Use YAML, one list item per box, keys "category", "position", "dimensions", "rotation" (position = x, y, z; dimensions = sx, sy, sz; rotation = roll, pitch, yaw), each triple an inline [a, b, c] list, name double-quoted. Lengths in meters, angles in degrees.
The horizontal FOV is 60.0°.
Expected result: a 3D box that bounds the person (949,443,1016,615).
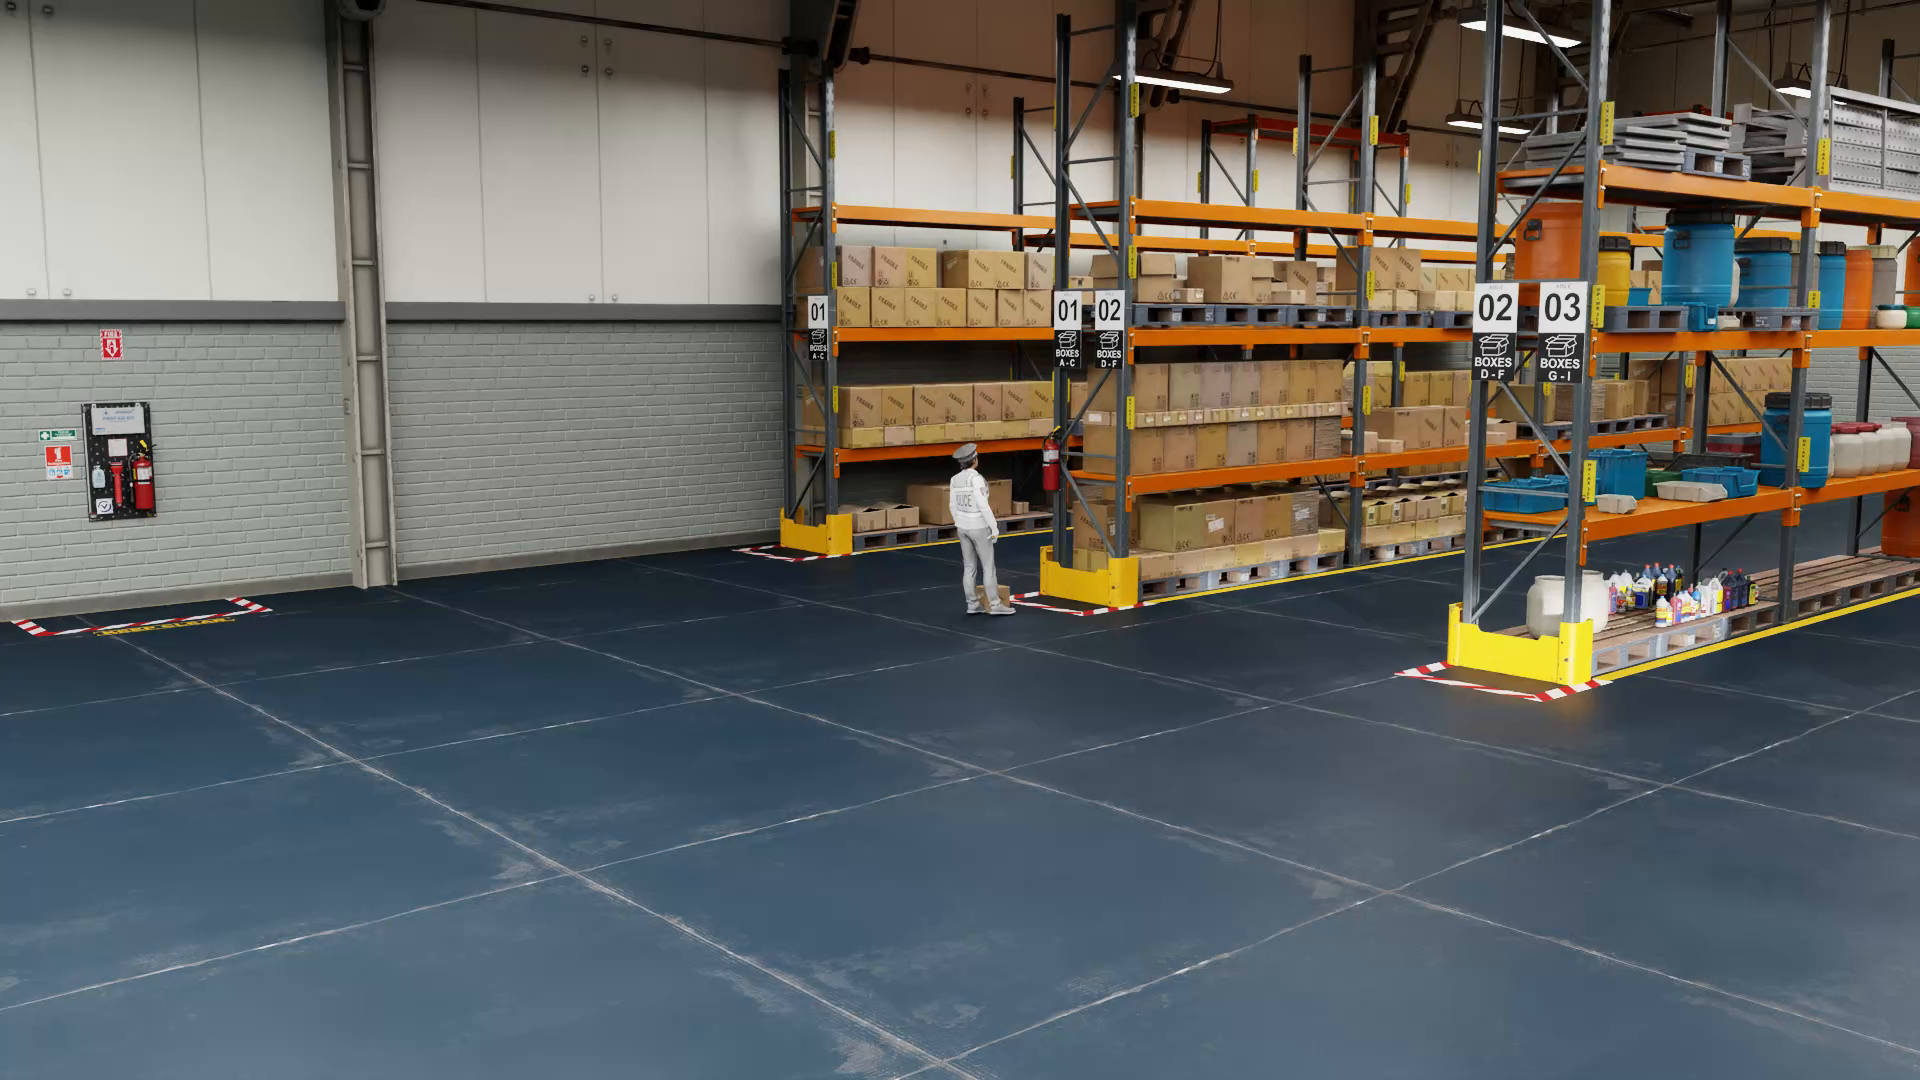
- category: "person"
  position: [0.188, -0.114, 16.453]
  dimensions: [0.532, 1.695, 0.587]
  rotation: [-7, 10, -41]
